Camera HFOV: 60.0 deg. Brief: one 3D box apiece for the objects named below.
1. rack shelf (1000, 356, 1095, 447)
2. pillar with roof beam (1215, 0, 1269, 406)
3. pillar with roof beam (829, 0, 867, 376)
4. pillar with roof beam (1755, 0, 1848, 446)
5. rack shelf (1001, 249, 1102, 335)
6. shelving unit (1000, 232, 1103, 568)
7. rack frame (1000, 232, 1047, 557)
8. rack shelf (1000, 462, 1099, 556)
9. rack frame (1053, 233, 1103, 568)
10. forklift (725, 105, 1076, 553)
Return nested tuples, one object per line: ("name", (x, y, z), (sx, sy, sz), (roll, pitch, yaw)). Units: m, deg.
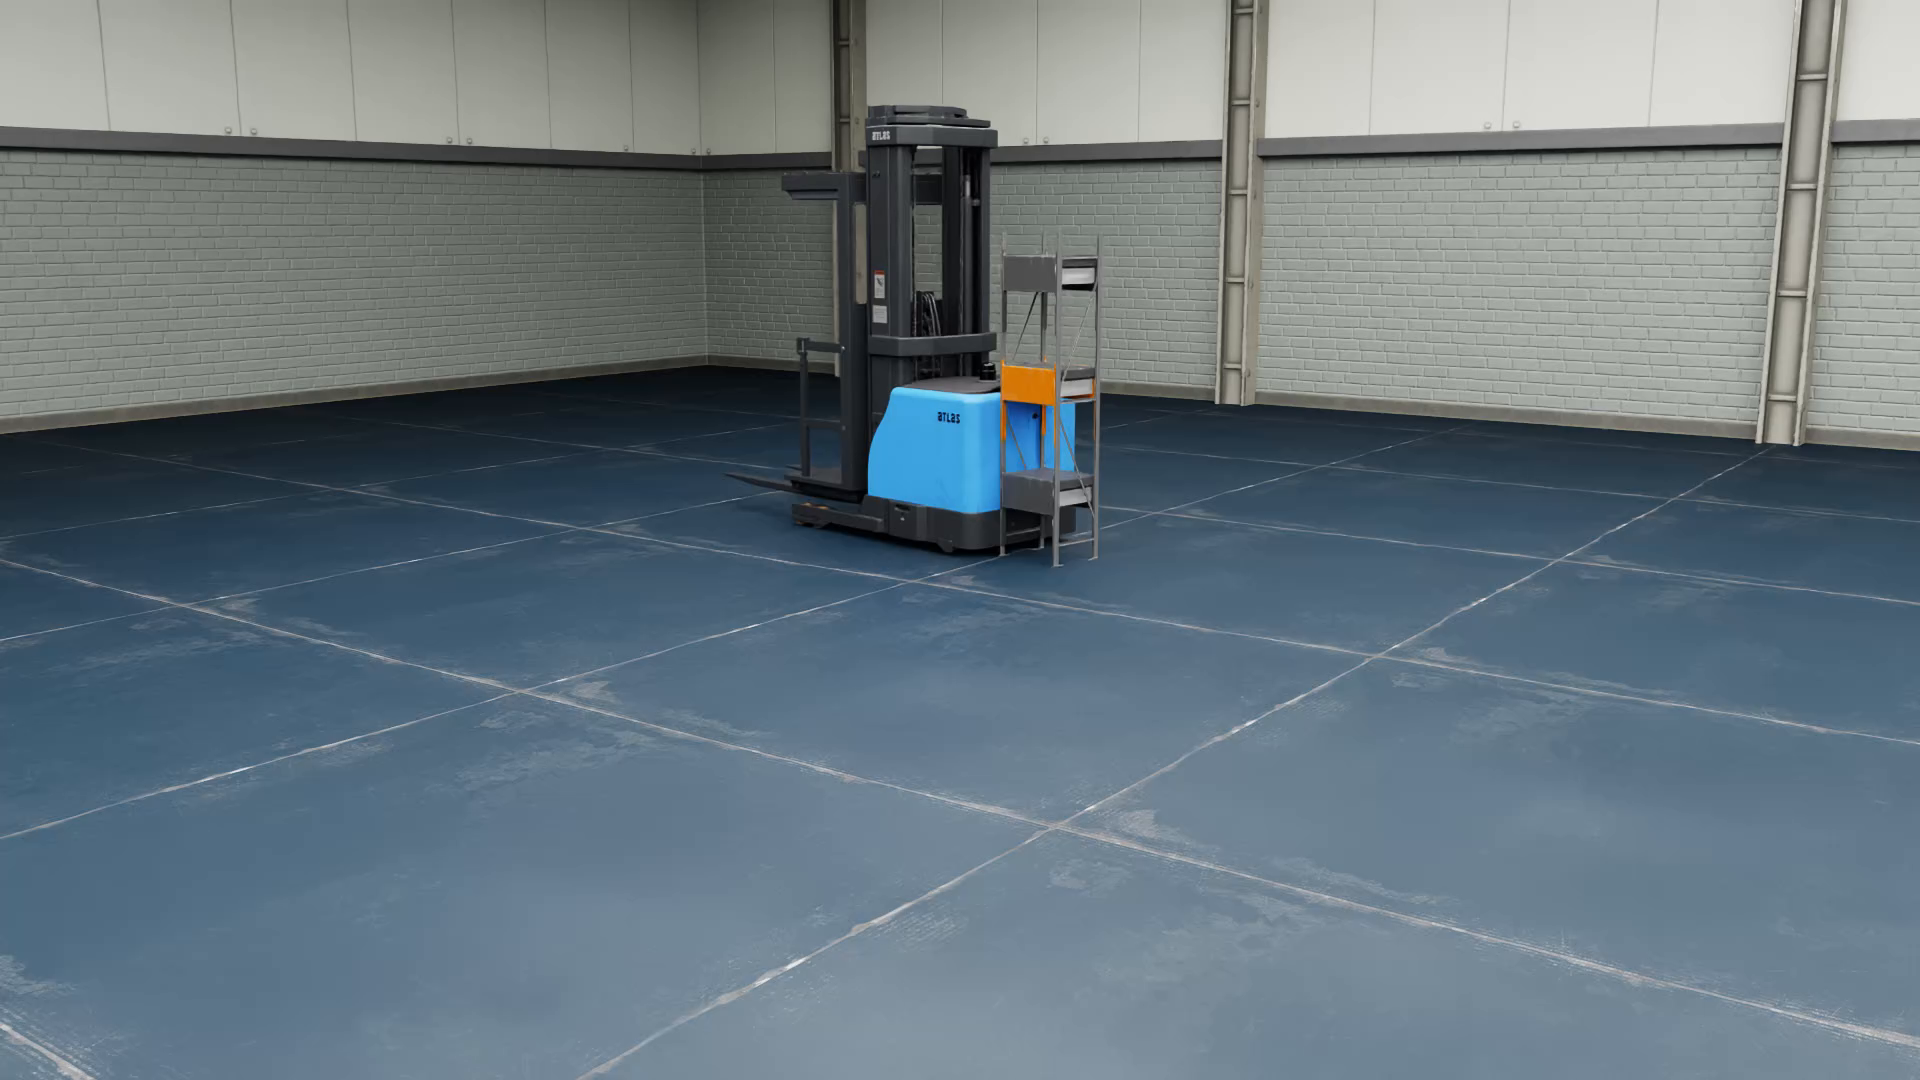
("rack shelf", (0.579, -0.897, 10.708), (0.431, 0.518, 0.480), (-10, 15, -42))
("pillar with roof beam", (0.764, -5.400, 15.750), (0.400, 9.000, 9.100), (8, 13, 36))
("pillar with roof beam", (-4.072, -6.074, 19.237), (0.400, 9.000, 9.100), (8, 13, 36))
("pillar with roof beam", (5.600, -4.725, 12.263), (0.400, 9.000, 9.100), (8, 13, 36))
("rack shelf", (0.579, -1.584, 10.575), (0.431, 0.518, 0.480), (-10, 15, -42))
("shelving unit", (0.579, -0.910, 10.705), (0.431, 2.100, 0.503), (-10, 15, -42))
("rack frame", (0.413, -0.944, 10.881), (0.400, 2.100, 0.015), (-10, 15, -42))
("rack shelf", (0.579, -0.209, 10.841), (0.431, 0.518, 0.480), (-10, 15, -42))
("rack frame", (0.746, -0.876, 10.530), (0.400, 2.100, 0.015), (-10, 15, -42))
("forklift", (-0.572, -1.575, 11.953), (1.130, 2.935, 3.031), (-10, 15, -42))
